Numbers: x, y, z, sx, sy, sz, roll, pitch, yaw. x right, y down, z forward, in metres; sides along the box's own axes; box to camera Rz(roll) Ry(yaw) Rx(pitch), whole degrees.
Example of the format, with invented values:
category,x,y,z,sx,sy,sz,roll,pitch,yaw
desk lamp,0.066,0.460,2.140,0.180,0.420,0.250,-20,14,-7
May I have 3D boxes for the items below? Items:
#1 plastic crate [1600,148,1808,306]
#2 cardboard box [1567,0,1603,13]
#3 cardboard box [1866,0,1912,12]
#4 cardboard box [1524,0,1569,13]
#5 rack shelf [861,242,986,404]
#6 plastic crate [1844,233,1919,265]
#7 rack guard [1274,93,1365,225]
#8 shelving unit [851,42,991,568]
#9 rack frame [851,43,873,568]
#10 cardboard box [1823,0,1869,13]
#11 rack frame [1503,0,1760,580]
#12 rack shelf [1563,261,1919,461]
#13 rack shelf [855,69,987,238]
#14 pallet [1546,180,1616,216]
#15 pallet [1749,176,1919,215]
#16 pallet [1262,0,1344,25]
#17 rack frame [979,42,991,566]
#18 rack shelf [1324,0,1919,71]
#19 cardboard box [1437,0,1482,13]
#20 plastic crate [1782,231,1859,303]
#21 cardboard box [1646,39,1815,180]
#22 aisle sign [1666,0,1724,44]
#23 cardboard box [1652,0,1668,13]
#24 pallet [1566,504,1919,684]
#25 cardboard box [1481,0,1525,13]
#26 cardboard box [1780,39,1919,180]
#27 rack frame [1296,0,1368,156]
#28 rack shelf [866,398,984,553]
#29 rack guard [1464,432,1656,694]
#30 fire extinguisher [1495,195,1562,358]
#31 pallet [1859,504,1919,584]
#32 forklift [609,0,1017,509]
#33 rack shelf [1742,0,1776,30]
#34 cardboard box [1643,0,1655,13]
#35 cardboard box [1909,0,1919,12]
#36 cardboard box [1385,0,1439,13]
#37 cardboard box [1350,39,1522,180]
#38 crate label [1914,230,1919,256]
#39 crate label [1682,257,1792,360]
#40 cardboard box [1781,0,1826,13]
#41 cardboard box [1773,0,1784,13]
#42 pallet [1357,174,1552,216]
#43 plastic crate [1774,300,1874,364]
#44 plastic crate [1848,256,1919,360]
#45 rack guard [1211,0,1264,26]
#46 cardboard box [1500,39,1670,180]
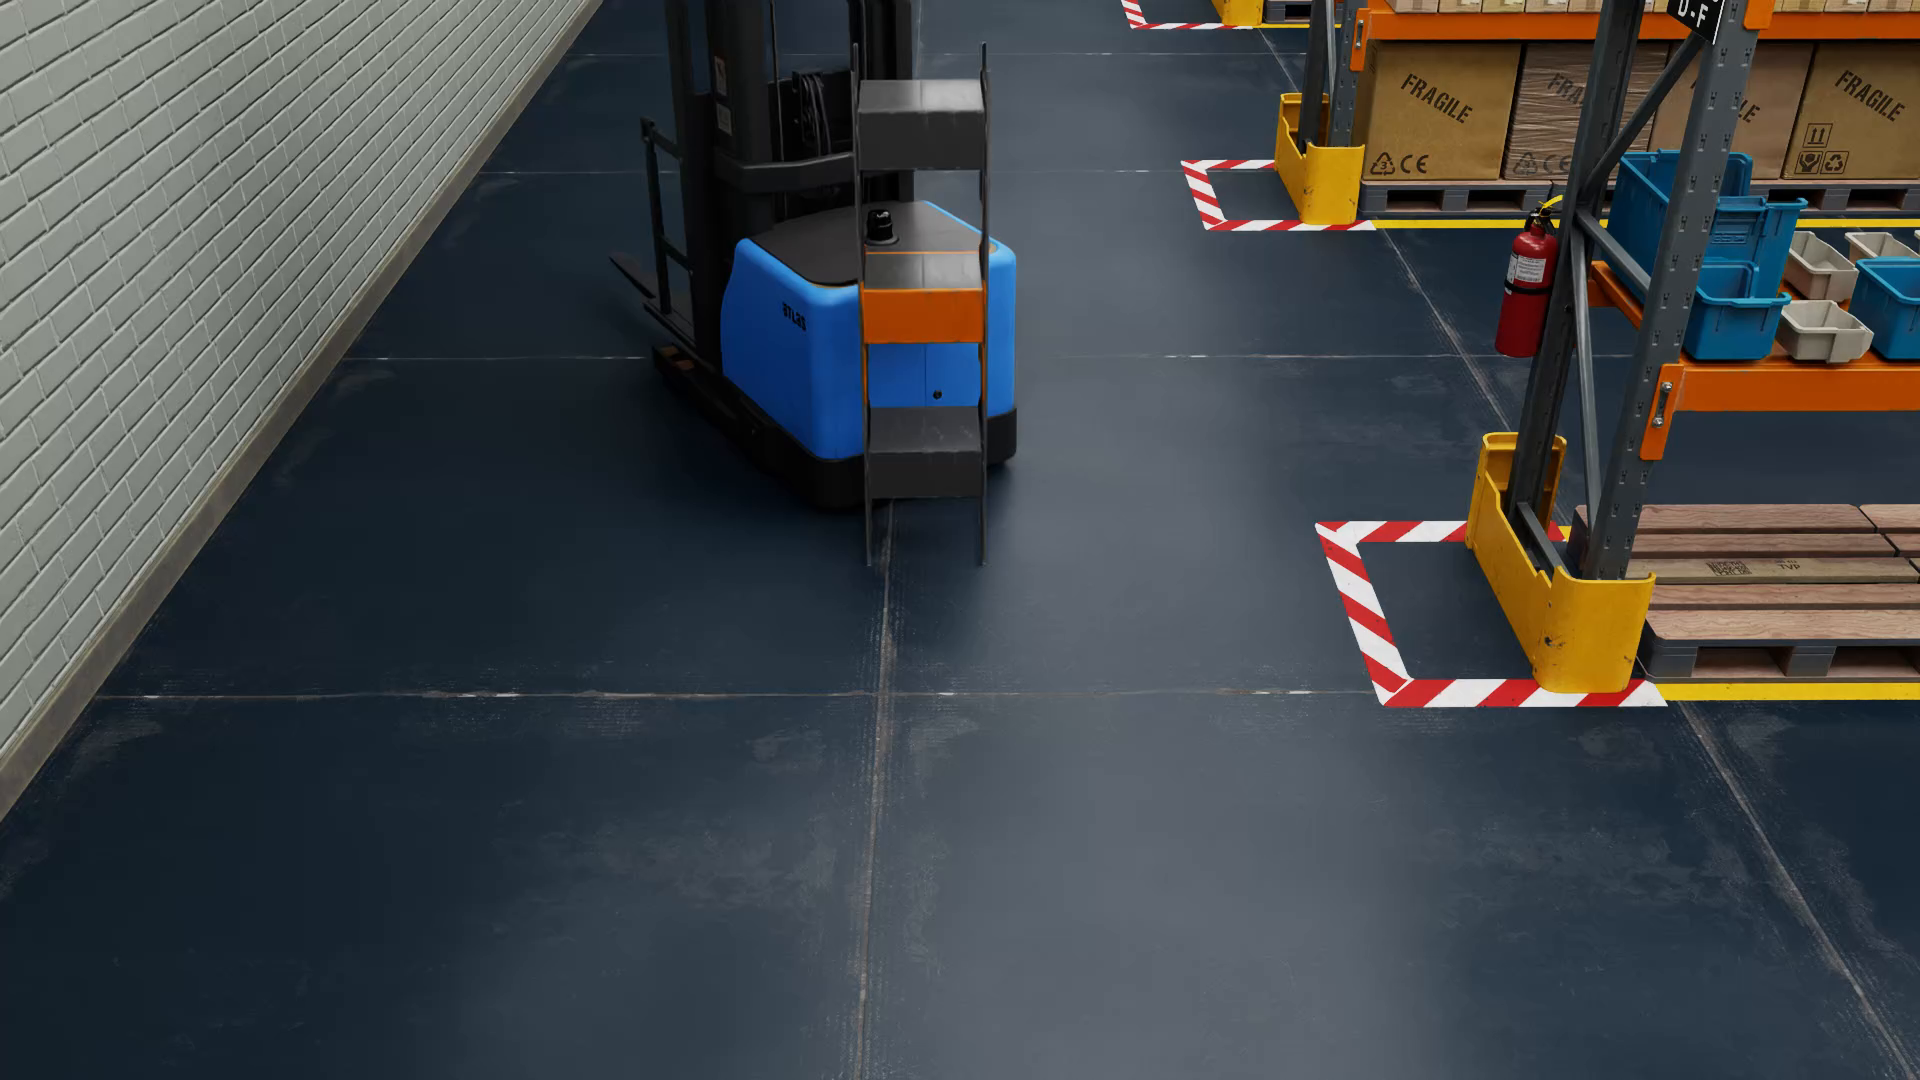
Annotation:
category,x,y,z,sx,sy,sz,roll,pitch,yaw
plastic crate,2.729,-1.151,6.163,0.499,0.435,0.616,0,31,0
cardboard box,3.750,-3.308,10.053,0.250,0.149,0.380,-1,31,-1
cardboard box,5.549,-3.314,10.063,0.250,0.149,0.380,-1,31,-1
cardboard box,3.496,-3.308,10.053,0.250,0.149,0.380,-1,31,-1
rack shelf,-0.147,-0.875,6.694,0.480,0.518,0.431,-1,31,-1
plastic crate,3.500,-1.015,6.228,0.243,0.136,0.396,0,31,0
rack guard,2.342,-2.513,10.910,0.348,0.500,1.175,0,31,0
shelving unit,-0.147,-0.886,6.687,0.503,2.100,0.431,-1,31,-1
rack frame,-0.391,-0.883,6.681,0.015,2.100,0.400,-1,31,-1
cardboard box,5.291,-3.313,10.061,0.250,0.149,0.380,0,31,1
rack frame,2.396,-1.012,6.027,0.127,3.000,1.000,0,31,0
rack shelf,4.396,-0.711,6.224,4.000,0.370,1.077,0,31,0
rack shelf,-0.147,-1.473,6.331,0.480,0.518,0.431,-1,31,-1
pallet,4.382,-2.435,11.059,1.213,0.211,1.003,0,31,0
pallet,5.605,-2.440,11.068,1.213,0.211,1.003,0,31,0
pallet,3.325,-4.947,15.200,1.213,0.211,1.003,0,31,0
rack frame,0.097,-0.890,6.692,0.015,2.100,0.400,-1,31,-1
rack shelf,4.366,-3.280,10.458,4.000,0.370,1.077,0,31,0
cardboard box,2.979,-3.306,10.049,0.250,0.149,0.380,-1,31,-1
plastic crate,3.210,-1.022,6.239,0.243,0.136,0.396,0,31,0
cardboard box,4.805,-2.902,10.784,0.875,0.875,0.875,0,31,0
aisle sign,2.325,-1.969,5.098,0.004,0.787,0.394,0,31,0
cardboard box,4.261,-3.310,10.055,0.250,0.149,0.380,-1,31,-2
pallet,3.220,0.197,6.721,1.213,0.211,1.003,0,31,0
cardboard box,3.235,-3.307,10.050,0.250,0.149,0.380,-1,31,-1
cardboard box,5.705,-2.905,10.789,0.875,0.875,0.875,0,31,0
rack frame,2.366,-3.582,10.261,0.127,3.000,1.000,0,31,0
rack shelf,-0.147,-0.276,7.057,0.480,0.518,0.431,-1,31,-1
rack guard,2.372,0.063,6.664,0.348,0.500,1.175,0,31,0
fire extinguisher,2.242,-1.055,6.531,0.183,0.674,0.296,0,31,0
pallet,4.437,0.195,6.725,1.213,0.211,1.003,0,31,0
forklift,-0.934,-2.120,7.918,1.130,2.935,3.031,-18,35,-26
rack shelf,4.396,-1.993,5.446,4.000,0.370,1.077,0,31,0
cardboard box,4.008,-3.309,10.055,0.250,0.149,0.380,0,31,-1
cardboard box,5.805,-3.315,10.064,0.250,0.149,0.380,0,31,1
cardboard box,2.723,-3.304,10.046,0.250,0.149,0.380,0,31,0
cardboard box,3.005,-2.896,10.775,0.875,0.875,0.875,0,31,0
crate label,3.778,-1.029,6.250,0.243,0.136,0.396,0,31,0
crate label,2.644,-0.796,5.774,0.303,0.233,0.416,0,31,0
cardboard box,5.034,-3.312,10.060,0.250,0.149,0.380,0,31,1
cardboard box,4.778,-3.312,10.058,0.250,0.149,0.380,-1,31,-1
pallet,3.165,-2.432,11.056,1.213,0.211,1.003,0,31,0
plastic crate,2.966,-0.713,5.730,0.298,0.136,0.250,0,31,0
plastic crate,3.303,-0.798,5.778,0.300,0.233,0.416,0,31,0
rack guard,2.513,-5.086,15.151,0.348,0.500,1.175,0,31,0
cardboard box,3.915,-2.899,10.780,0.875,0.875,0.875,0,31,0
